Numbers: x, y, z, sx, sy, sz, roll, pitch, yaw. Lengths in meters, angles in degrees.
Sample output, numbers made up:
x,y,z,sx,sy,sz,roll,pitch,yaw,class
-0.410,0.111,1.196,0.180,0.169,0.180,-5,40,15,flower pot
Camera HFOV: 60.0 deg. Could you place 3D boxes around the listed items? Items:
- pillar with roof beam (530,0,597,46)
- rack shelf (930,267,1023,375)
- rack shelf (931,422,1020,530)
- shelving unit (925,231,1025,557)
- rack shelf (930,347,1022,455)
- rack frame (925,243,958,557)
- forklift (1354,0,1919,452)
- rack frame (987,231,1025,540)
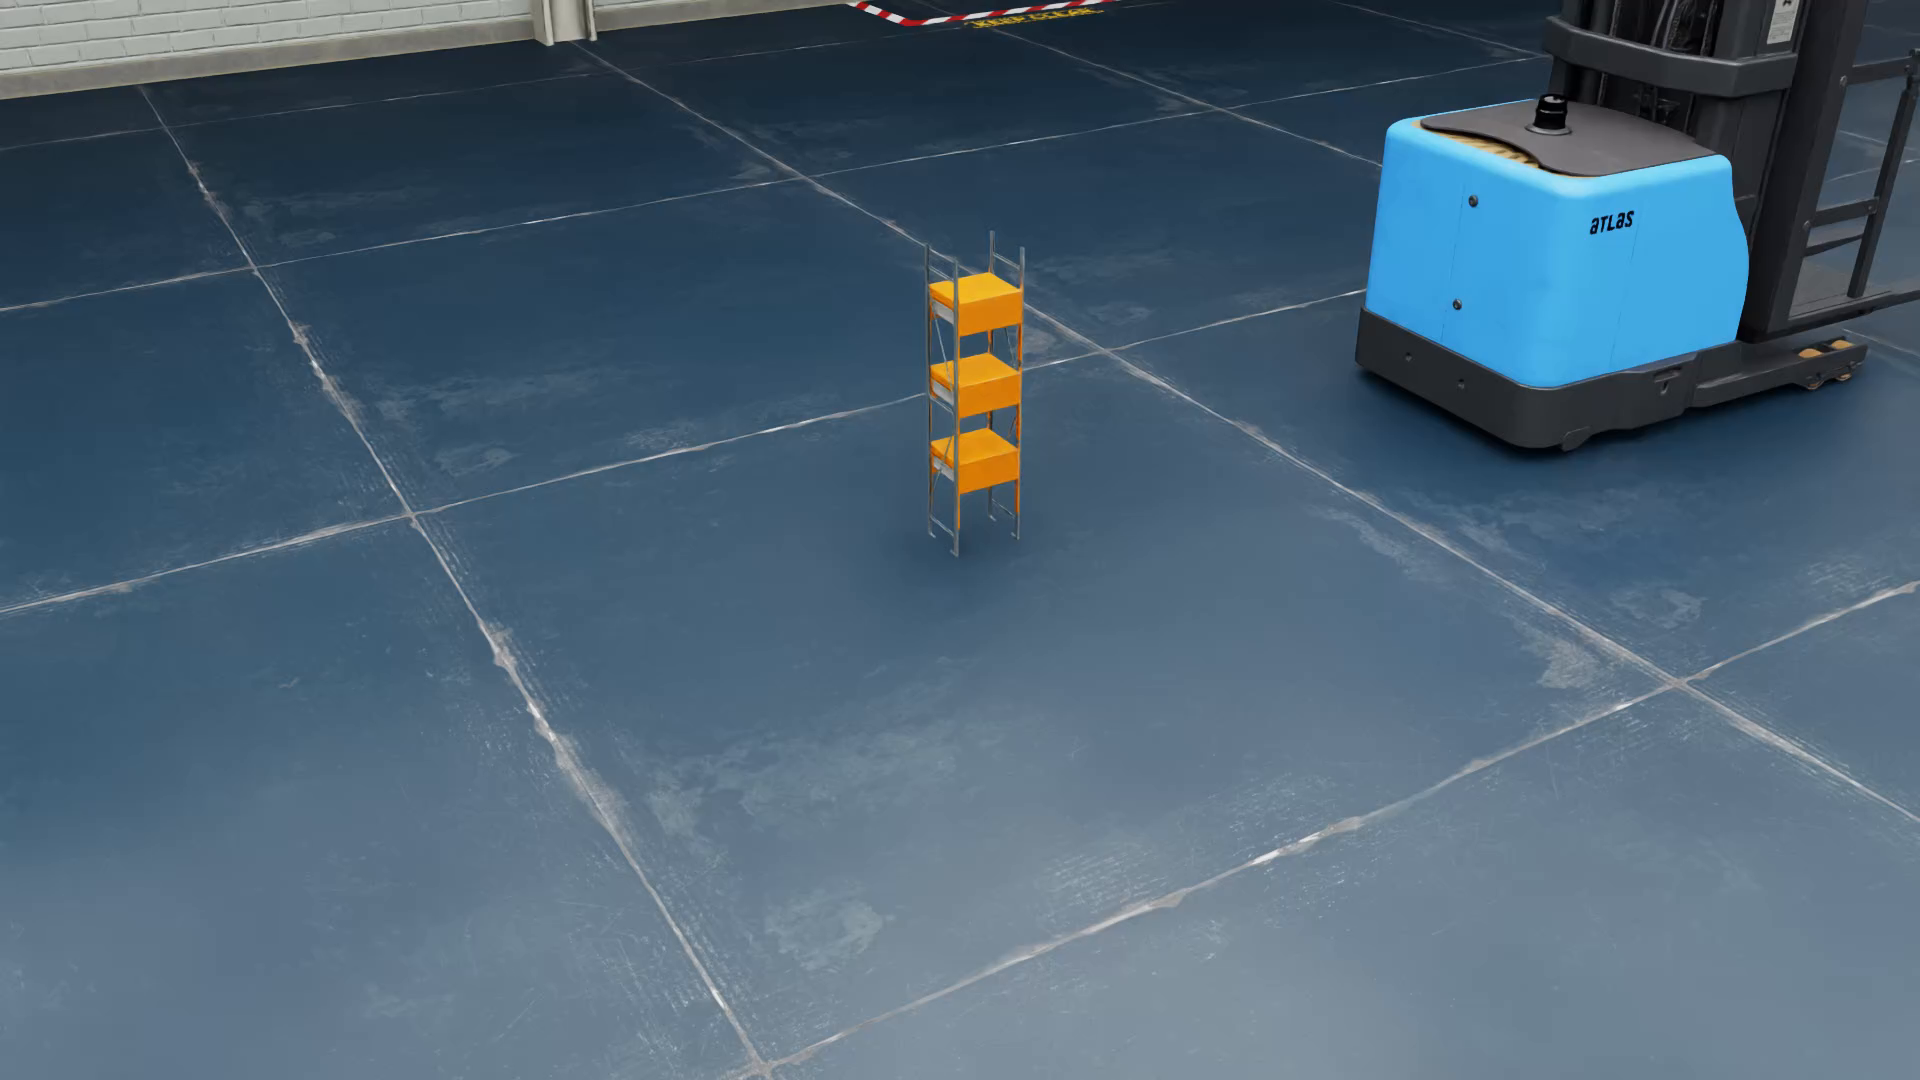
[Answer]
x,y,z,sx,sy,sz,roll,pitch,yaw,class
-0.823,-5.964,7.243,0.400,9.000,9.100,-16,33,-26,pillar with roof beam
0.046,-0.712,5.388,0.240,0.259,0.215,-16,33,-26,rack shelf
0.046,-0.220,5.659,0.240,0.259,0.215,-16,33,-26,rack shelf
0.046,-0.473,5.520,0.252,1.050,0.215,-16,33,-26,shelving unit
0.046,-0.463,5.525,0.240,0.259,0.215,-16,33,-26,rack shelf
-0.059,-0.443,5.466,0.008,1.050,0.200,-16,33,-26,rack frame
3.197,-2.114,6.547,3.031,2.935,1.130,-15,32,-25,forklift
0.151,-0.503,5.574,0.008,1.050,0.200,-16,33,-26,rack frame
